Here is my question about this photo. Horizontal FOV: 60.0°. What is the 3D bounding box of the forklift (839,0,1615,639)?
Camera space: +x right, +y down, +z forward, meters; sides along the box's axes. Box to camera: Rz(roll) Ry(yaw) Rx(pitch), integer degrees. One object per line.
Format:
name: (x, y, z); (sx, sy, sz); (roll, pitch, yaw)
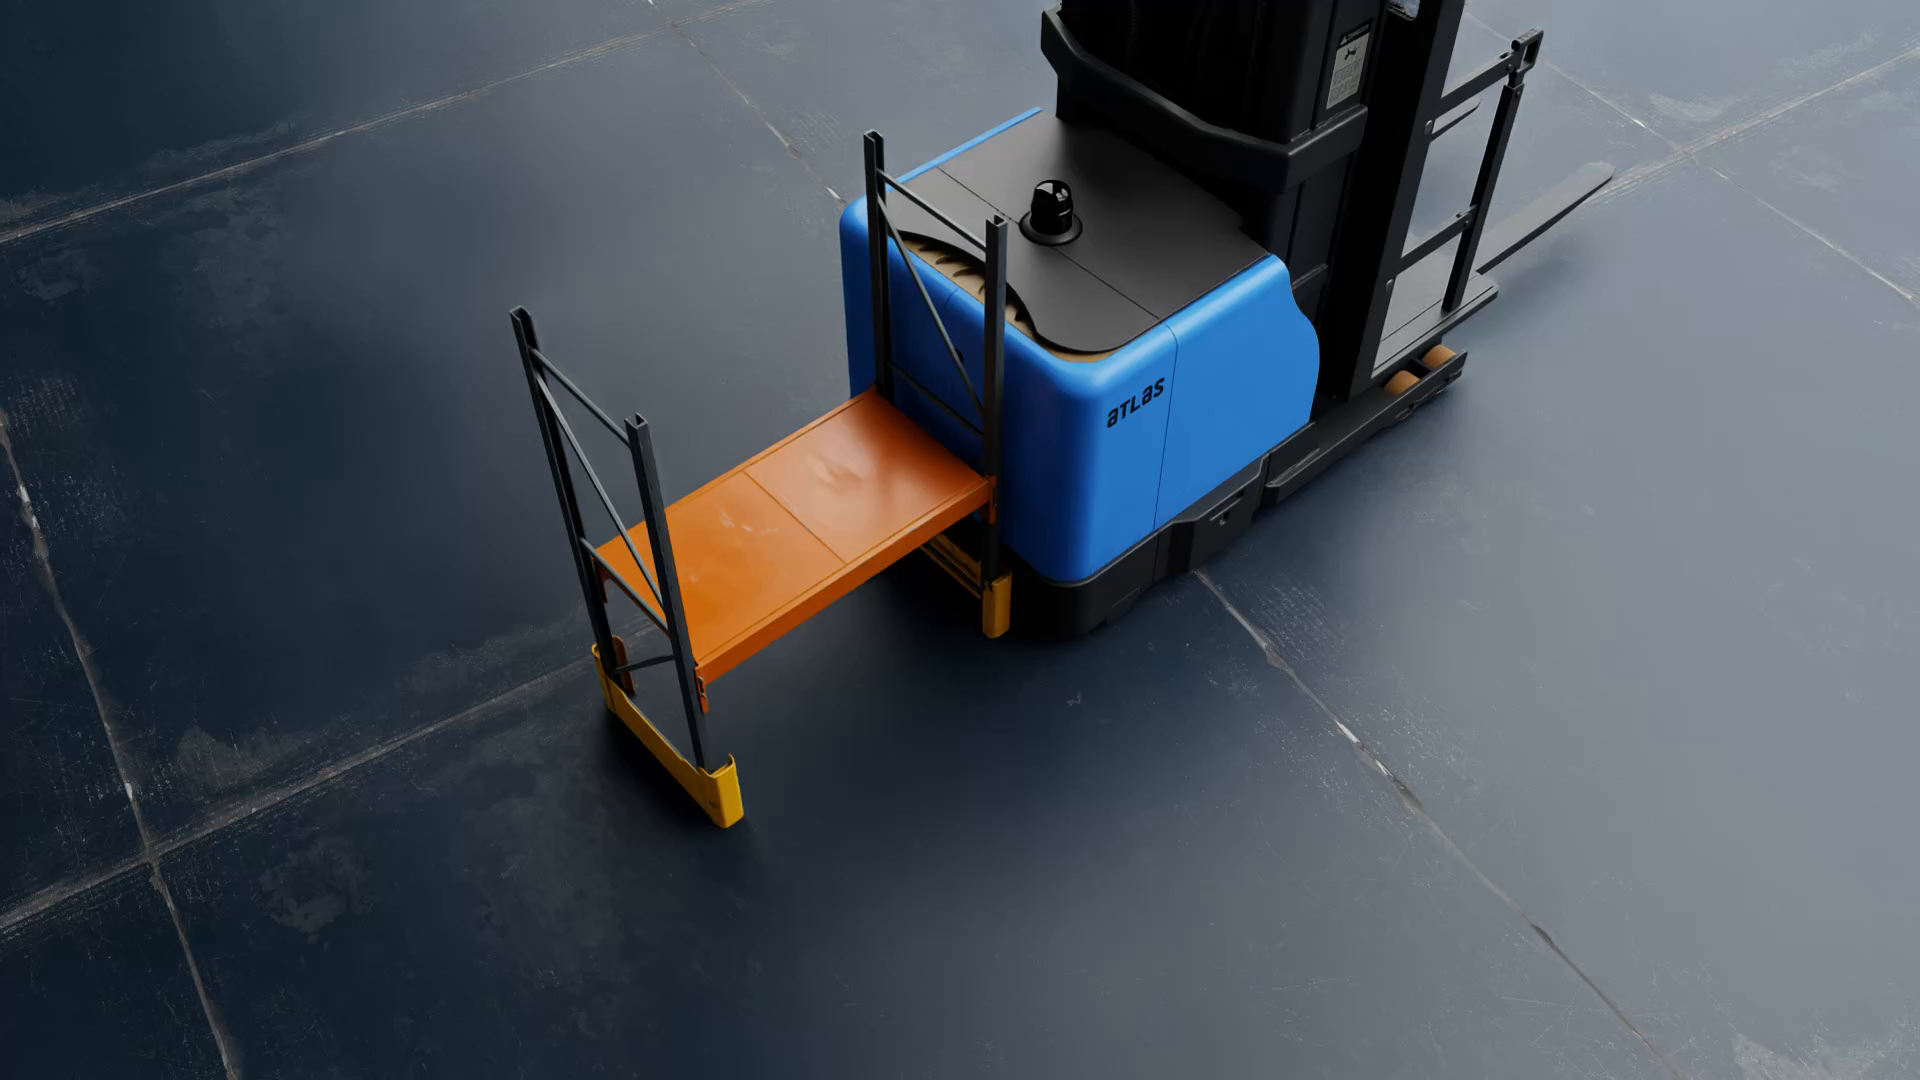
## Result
forklift: (1.083, -1.644, 4.752); (3.031, 2.935, 1.130); (-33, 56, -26)

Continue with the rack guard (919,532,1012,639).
rack guard: (-0.066, 0.035, 5.051); (0.087, 0.250, 0.587); (-33, 56, -26)

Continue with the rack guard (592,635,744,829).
rack guard: (-0.812, 0.528, 4.612); (0.087, 0.250, 0.587); (-33, 56, -26)

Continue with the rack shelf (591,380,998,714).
rack shelf: (-0.445, -0.010, 4.496); (1.000, 0.185, 0.538); (-33, 56, -26)

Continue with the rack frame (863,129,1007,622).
rack frame: (-0.065, -0.381, 4.585); (0.032, 1.500, 0.500); (-33, 56, -26)

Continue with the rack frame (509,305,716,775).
rack frame: (-0.826, 0.122, 4.137); (0.032, 1.500, 0.500); (-33, 56, -26)

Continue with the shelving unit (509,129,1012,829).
shelving unit: (-0.439, -0.134, 4.365); (1.083, 1.500, 0.587); (-33, 56, -26)
